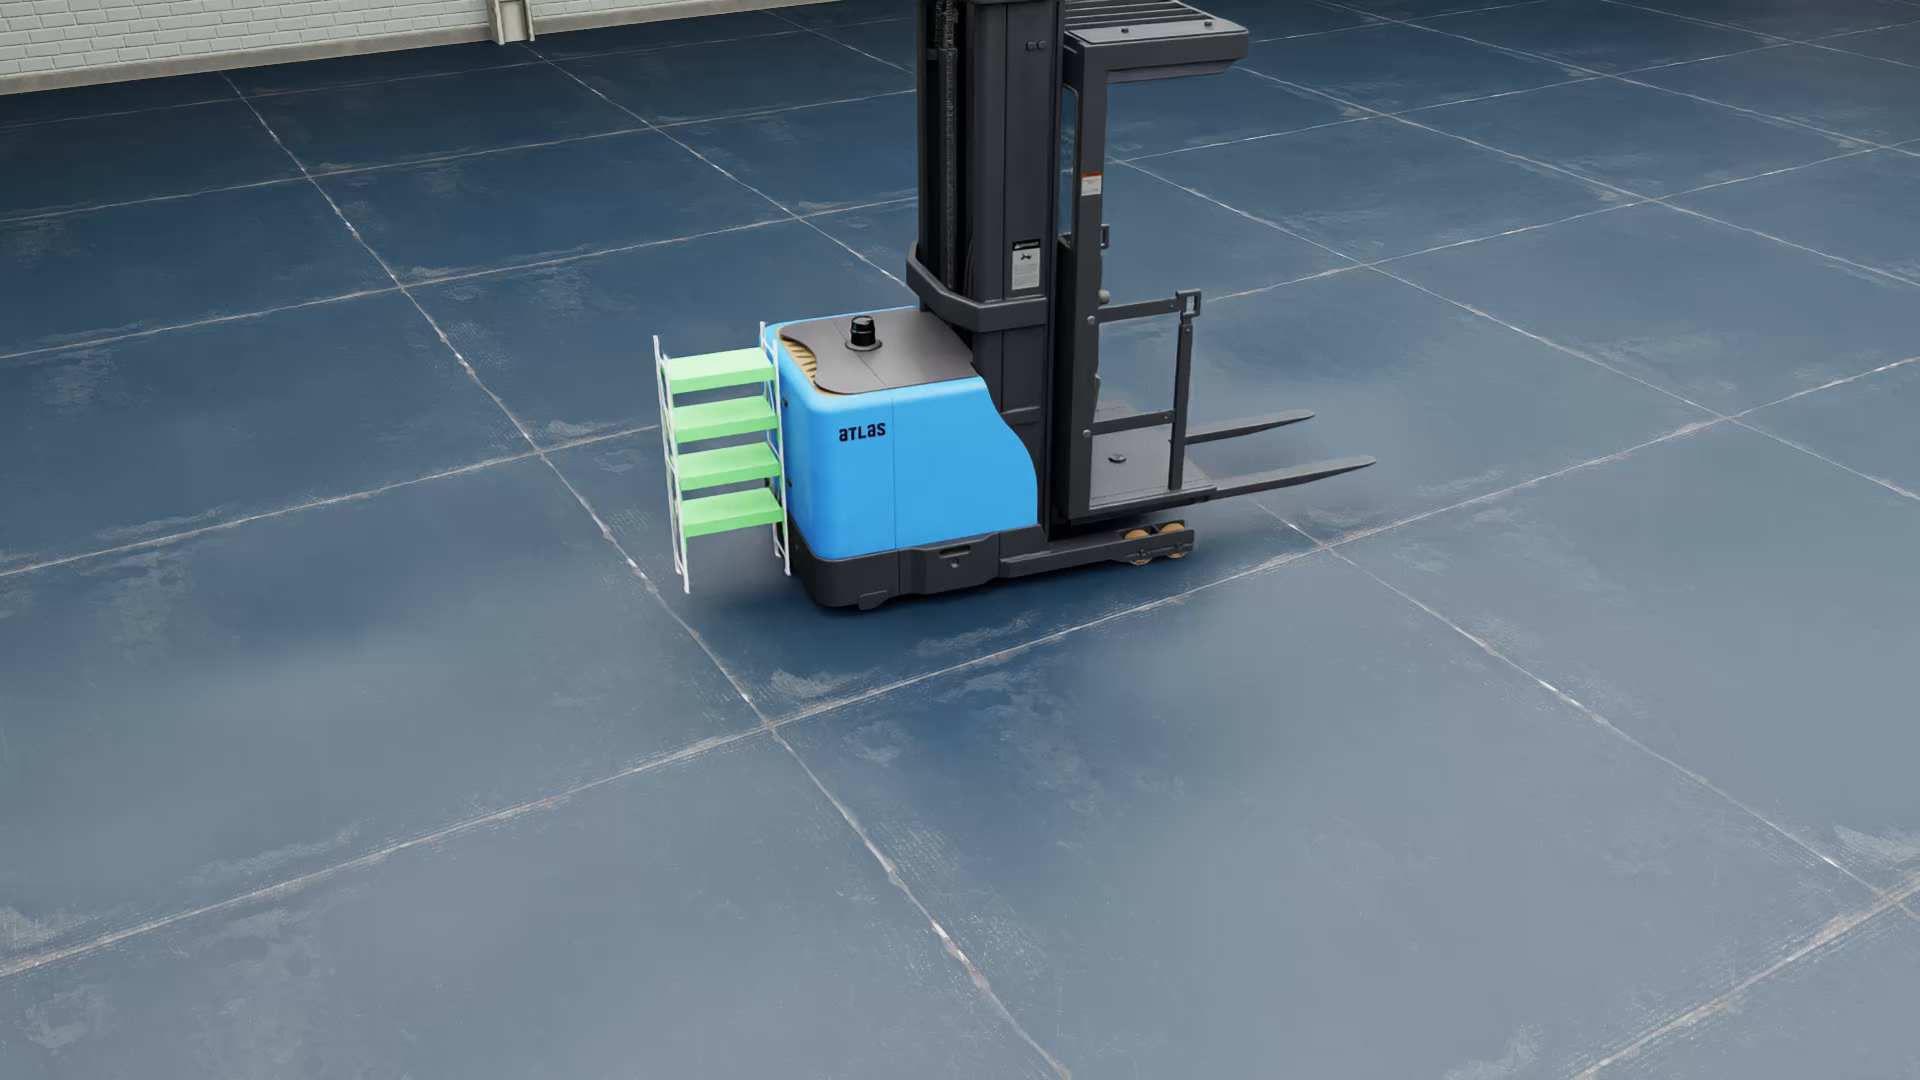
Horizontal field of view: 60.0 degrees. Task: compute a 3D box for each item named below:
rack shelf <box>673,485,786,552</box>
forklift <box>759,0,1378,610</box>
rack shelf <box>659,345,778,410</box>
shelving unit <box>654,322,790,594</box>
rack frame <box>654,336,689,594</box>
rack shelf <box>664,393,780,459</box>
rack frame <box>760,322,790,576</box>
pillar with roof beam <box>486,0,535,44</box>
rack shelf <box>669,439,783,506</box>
[{"bbox_3d":[-1.089,-0.104,7.826,0.480,0.148,0.258,-10,30,-18],"label":"rack shelf"},{"bbox_3d":[0.607,-1.391,7.737,3.031,2.935,1.130,-10,30,-18],"label":"forklift"},{"bbox_3d":[-1.089,-0.734,7.478,0.480,0.148,0.258,-10,30,-18],"label":"rack shelf"},{"bbox_3d":[-1.089,-0.370,7.679,0.503,1.200,0.258,-10,30,-18],"label":"shelving unit"},{"bbox_3d":[-1.318,-0.329,7.605,0.015,1.200,0.240,-10,30,-18],"label":"rack frame"},{"bbox_3d":[-1.089,-0.524,7.594,0.480,0.148,0.258,-10,30,-18],"label":"rack shelf"},{"bbox_3d":[-0.860,-0.411,7.753,0.015,1.200,0.240,-10,30,-18],"label":"rack frame"},{"bbox_3d":[-2.694,-7.602,12.712,0.400,9.000,9.100,-16,33,-26],"label":"pillar with roof beam"},{"bbox_3d":[-1.089,-0.314,7.710,0.480,0.148,0.258,-10,30,-18],"label":"rack shelf"}]
